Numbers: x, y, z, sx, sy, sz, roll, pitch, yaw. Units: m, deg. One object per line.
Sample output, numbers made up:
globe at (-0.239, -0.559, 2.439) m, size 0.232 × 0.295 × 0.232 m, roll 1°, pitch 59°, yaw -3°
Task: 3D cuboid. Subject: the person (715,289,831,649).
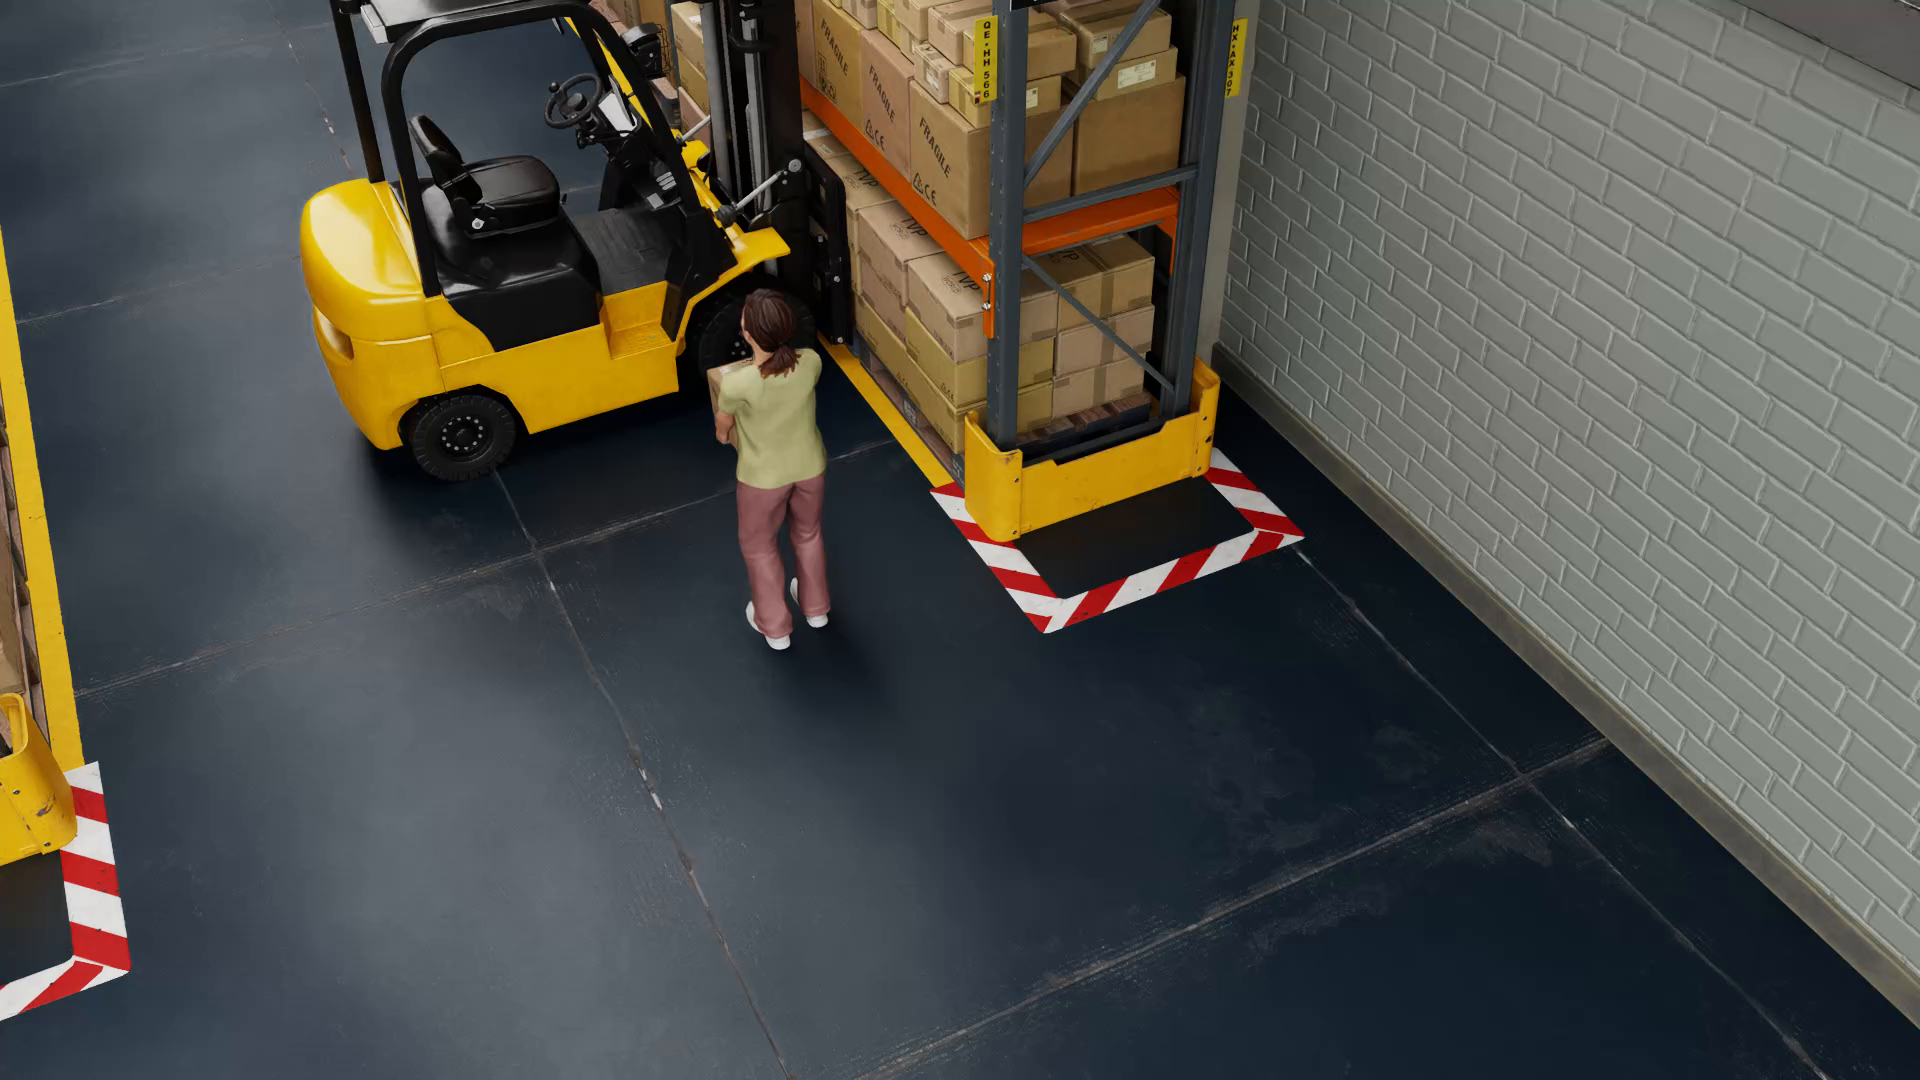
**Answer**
person at (-0.736, -0.305, 6.514) m, size 0.405 × 1.669 × 0.527 m, roll -19°, pitch 45°, yaw -21°
